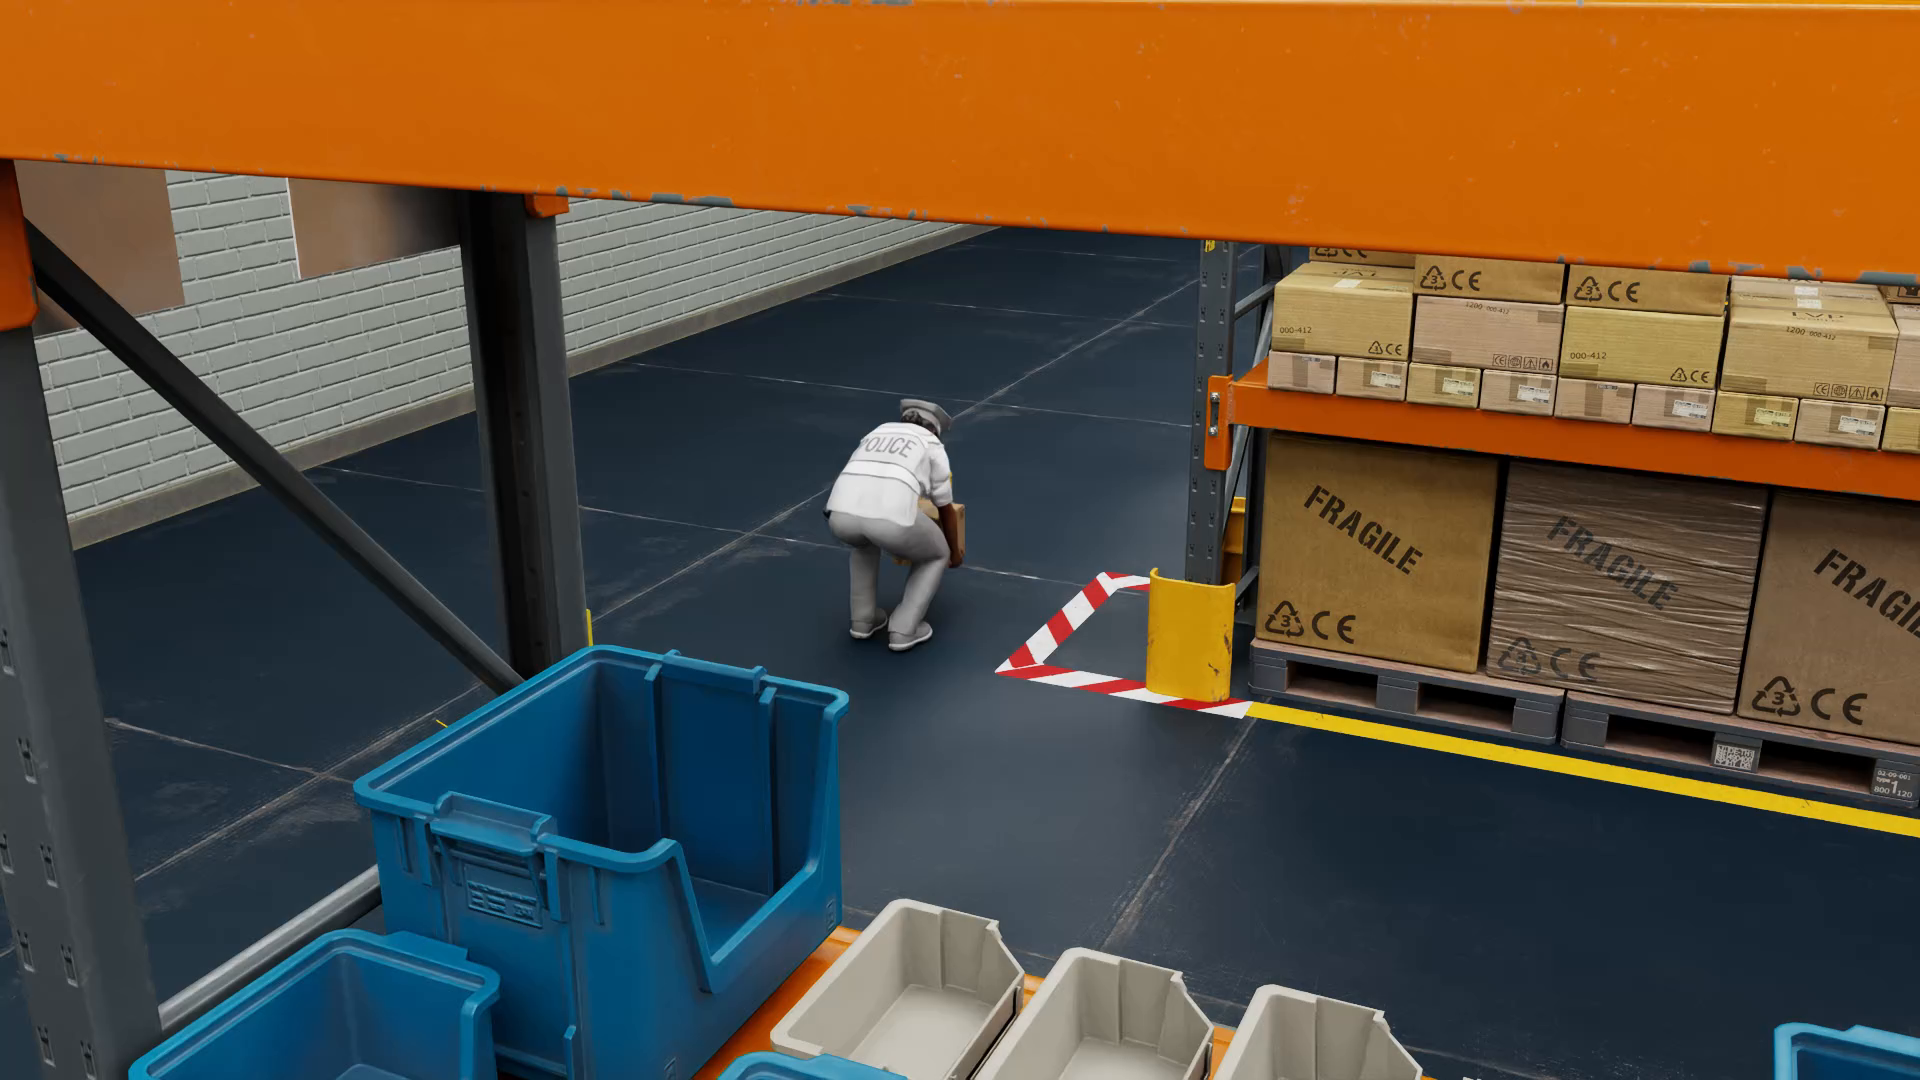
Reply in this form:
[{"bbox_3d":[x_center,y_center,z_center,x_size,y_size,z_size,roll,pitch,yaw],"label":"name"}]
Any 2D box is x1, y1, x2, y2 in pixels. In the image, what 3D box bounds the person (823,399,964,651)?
[{"bbox_3d":[-0.265,-0.074,7.331,0.457,0.979,0.916,8,21,21],"label":"person"}]
